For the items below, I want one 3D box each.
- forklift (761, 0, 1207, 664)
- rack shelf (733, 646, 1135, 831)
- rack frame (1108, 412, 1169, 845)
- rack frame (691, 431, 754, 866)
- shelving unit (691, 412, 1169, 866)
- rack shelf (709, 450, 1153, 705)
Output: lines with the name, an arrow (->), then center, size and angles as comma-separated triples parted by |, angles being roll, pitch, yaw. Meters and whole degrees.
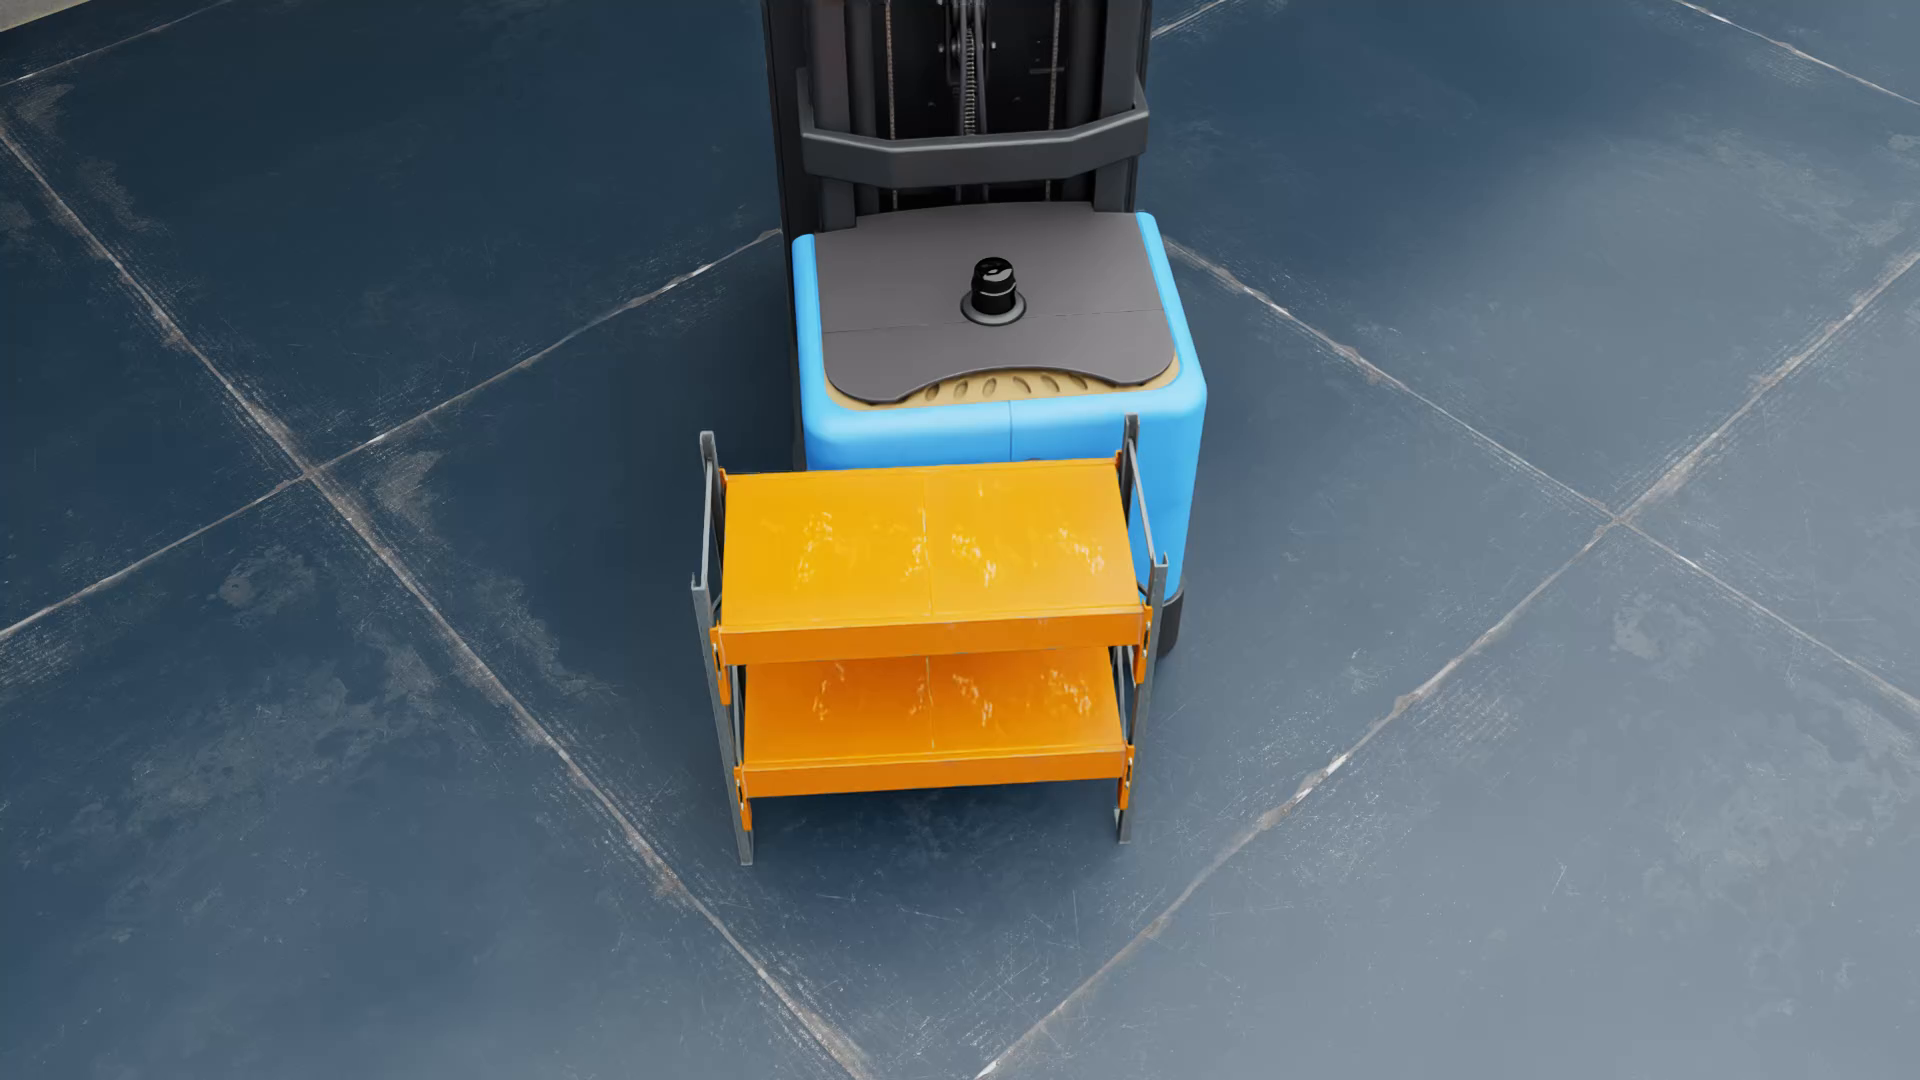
forklift -> -0.034, -1.666, 4.793 | 1.130, 2.935, 3.031 | -5, 47, -4
rack shelf -> -0.079, 0.447, 4.405 | 1.000, 0.278, 0.538 | -3, 47, -3
rack frame -> 0.429, 0.257, 4.247 | 0.032, 1.125, 0.500 | -3, 47, -3
rack frame -> -0.586, 0.306, 4.202 | 0.032, 1.125, 0.500 | -3, 47, -3
shelving unit -> -0.079, 0.282, 4.225 | 1.048, 1.125, 0.538 | -3, 47, -3
rack shelf -> -0.079, 0.083, 4.010 | 1.000, 0.278, 0.538 | -3, 47, -3
